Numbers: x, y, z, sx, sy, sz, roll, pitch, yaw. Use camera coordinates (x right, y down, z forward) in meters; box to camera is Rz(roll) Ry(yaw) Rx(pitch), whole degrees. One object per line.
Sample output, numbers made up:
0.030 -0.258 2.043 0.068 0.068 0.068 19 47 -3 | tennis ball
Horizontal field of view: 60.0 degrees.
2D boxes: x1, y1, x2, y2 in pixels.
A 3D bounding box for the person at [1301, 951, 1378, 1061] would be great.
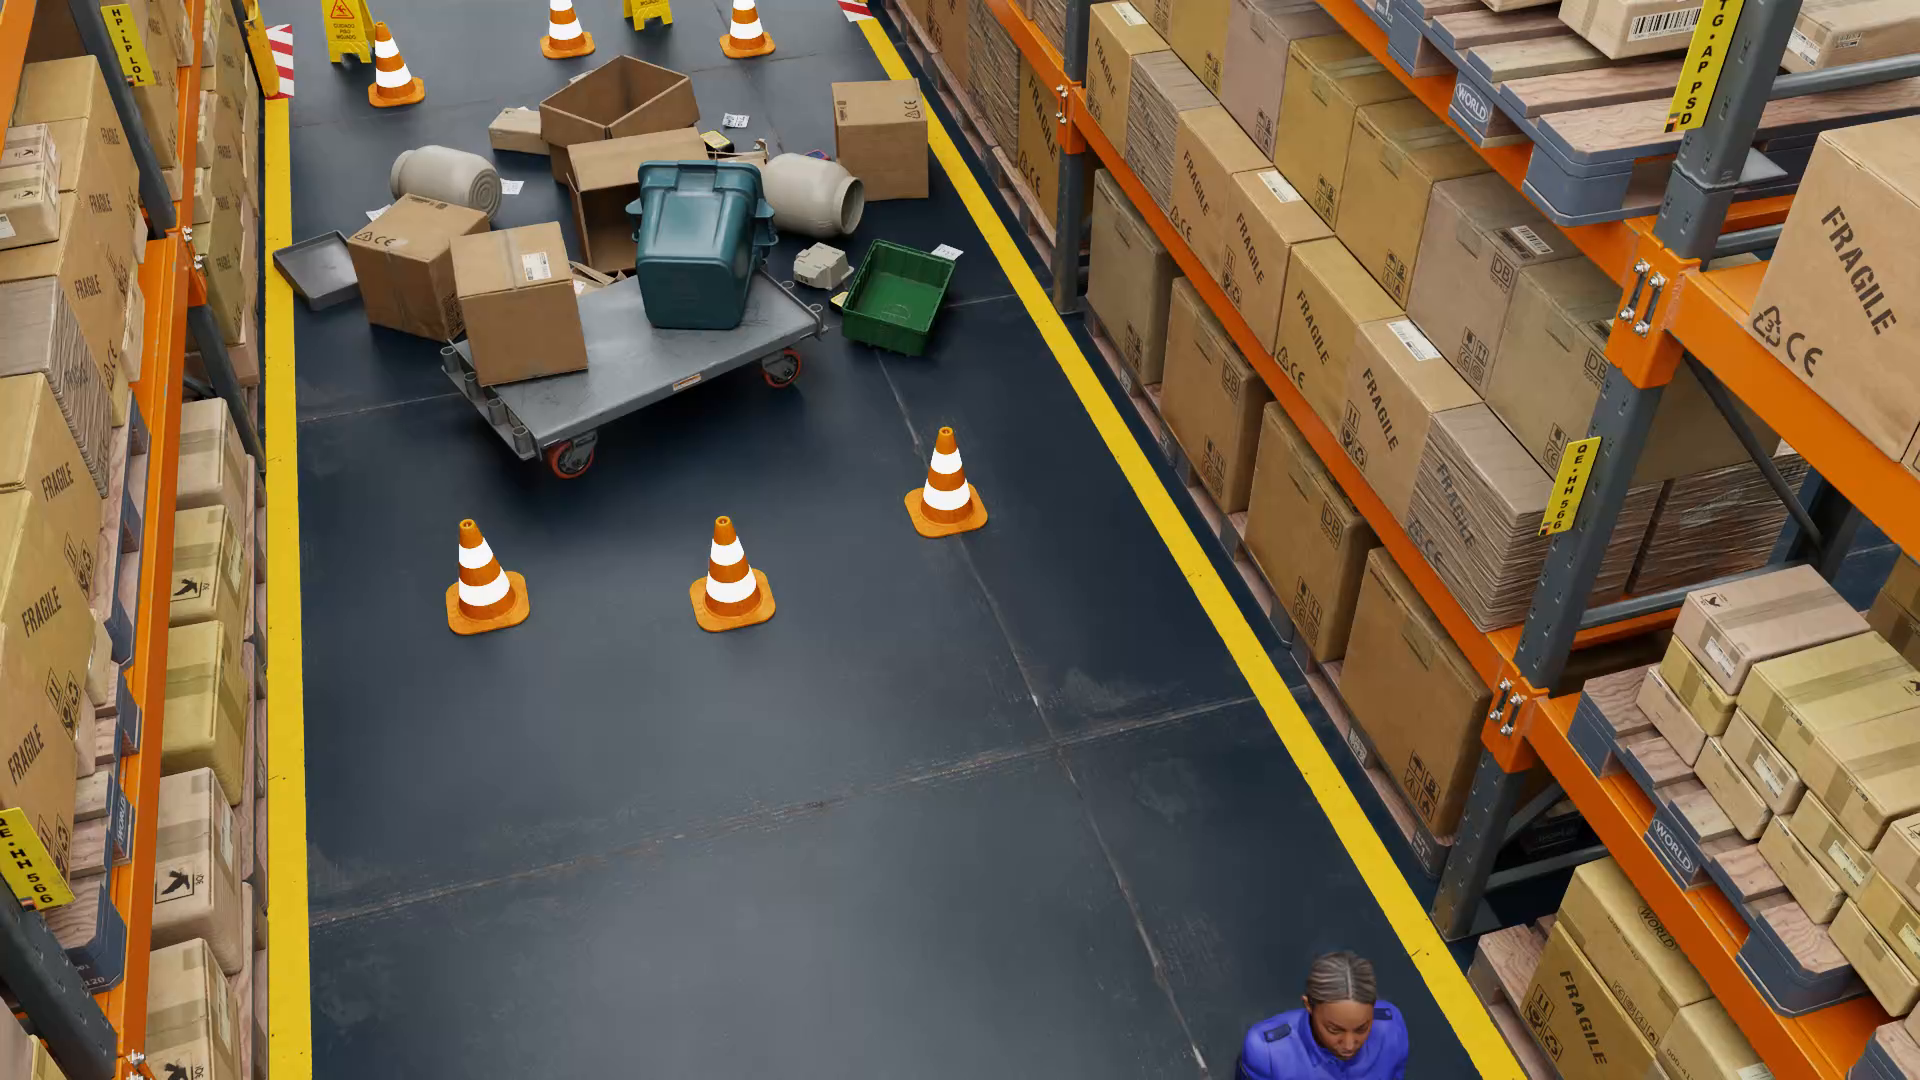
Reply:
0.911 1.578 4.419 0.439 1.623 0.795 -10 43 -10 | person
